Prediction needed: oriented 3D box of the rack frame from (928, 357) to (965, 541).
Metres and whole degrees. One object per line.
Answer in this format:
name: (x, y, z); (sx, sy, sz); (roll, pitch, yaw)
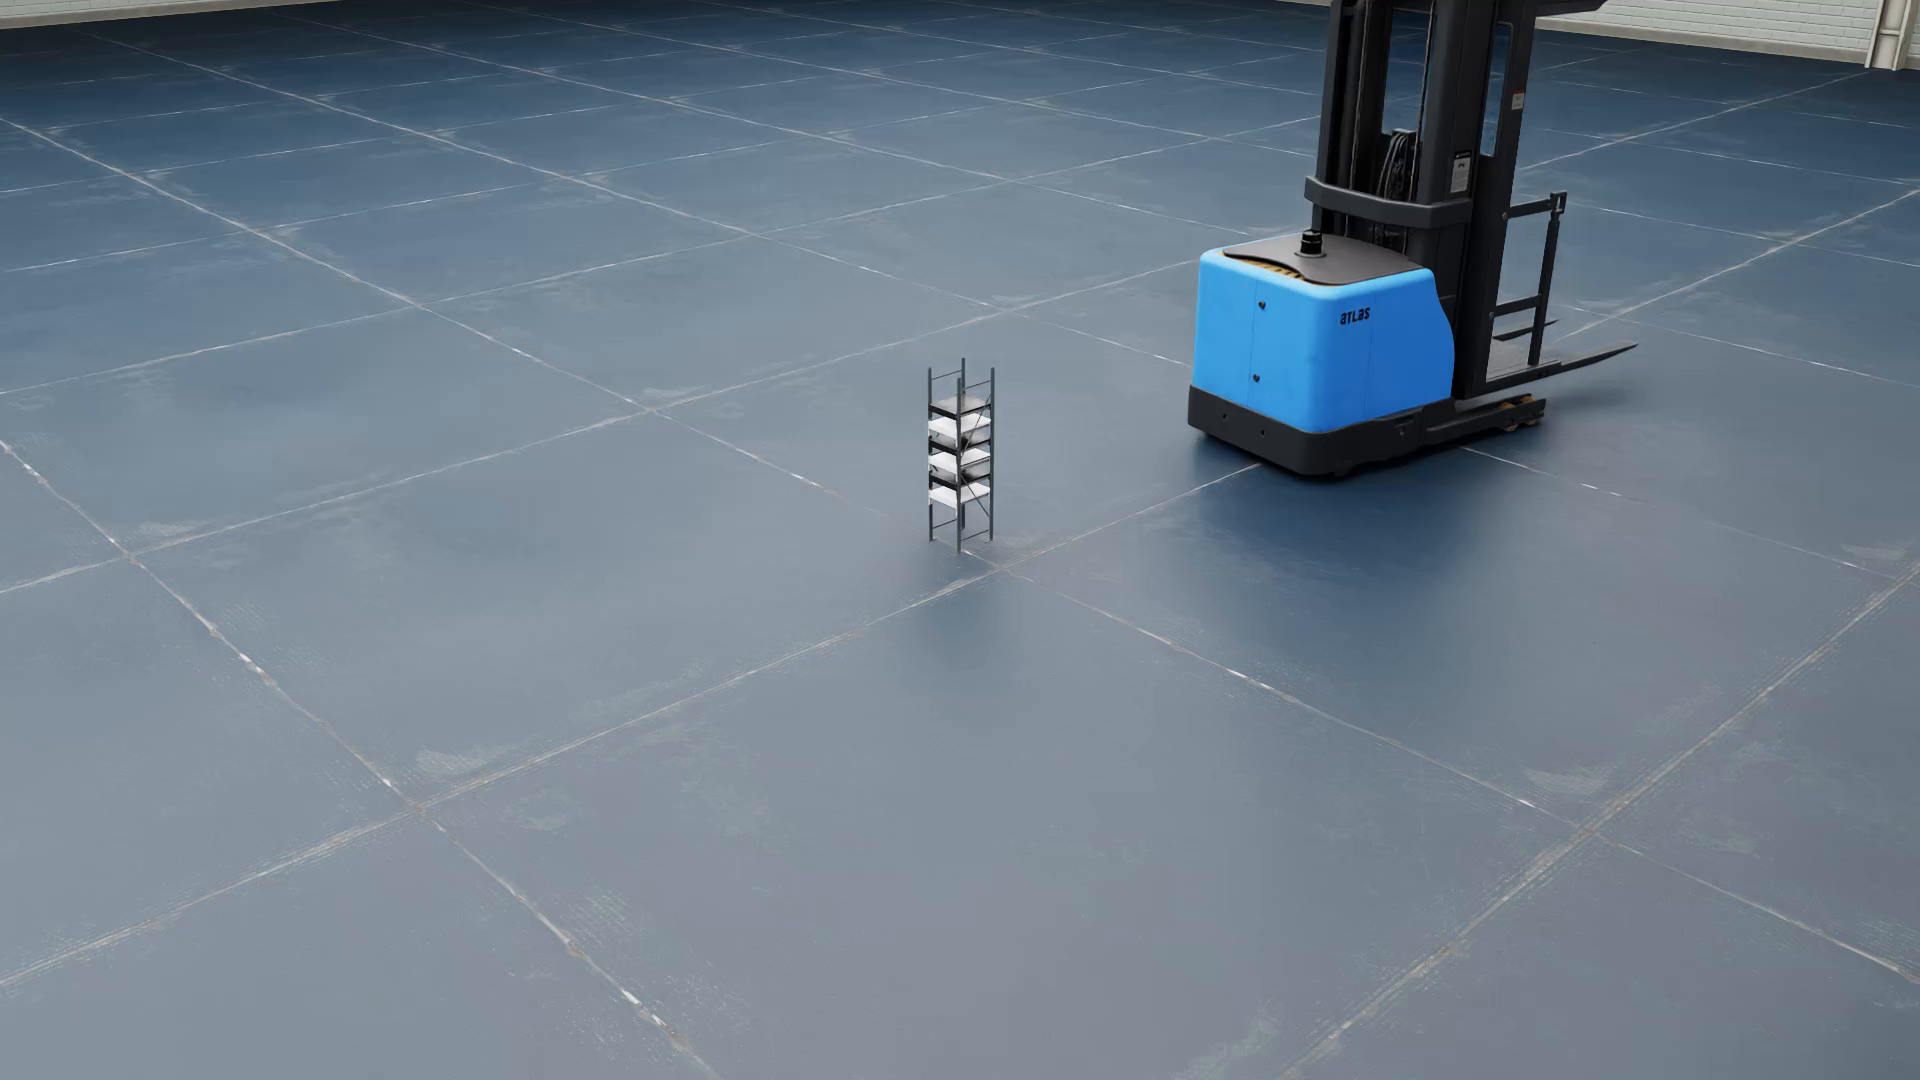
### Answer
rack frame: (-0.064, -0.438, 8.125); (0.240, 0.900, 0.006); (-21, 32, -38)

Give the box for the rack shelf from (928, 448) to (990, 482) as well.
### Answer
rack shelf: (0.006, -0.377, 8.072); (0.258, 0.077, 0.200); (-21, 32, -38)

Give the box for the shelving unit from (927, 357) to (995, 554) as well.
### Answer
shelving unit: (0.006, -0.407, 8.058); (0.258, 0.900, 0.210); (-21, 32, -38)

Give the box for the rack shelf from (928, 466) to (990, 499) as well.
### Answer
rack shelf: (0.006, -0.295, 8.109); (0.258, 0.077, 0.200); (-21, 32, -38)

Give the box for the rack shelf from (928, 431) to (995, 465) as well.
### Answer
rack shelf: (0.006, -0.459, 8.034); (0.258, 0.077, 0.200); (-21, 32, -38)

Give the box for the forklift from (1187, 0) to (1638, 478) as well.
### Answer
forklift: (2.812, -2.125, 9.376); (3.031, 2.935, 1.130); (-16, 29, -31)

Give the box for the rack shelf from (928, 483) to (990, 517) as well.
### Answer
rack shelf: (0.006, -0.213, 8.146); (0.258, 0.077, 0.200); (-21, 32, -38)

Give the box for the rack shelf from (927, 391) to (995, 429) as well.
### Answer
rack shelf: (0.006, -0.622, 7.960); (0.258, 0.077, 0.200); (-21, 32, -38)

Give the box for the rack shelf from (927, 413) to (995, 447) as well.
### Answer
rack shelf: (0.006, -0.540, 7.997); (0.258, 0.077, 0.200); (-21, 32, -38)

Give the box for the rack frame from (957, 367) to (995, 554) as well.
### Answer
rack frame: (0.075, -0.376, 7.990); (0.240, 0.900, 0.006); (-21, 32, -38)

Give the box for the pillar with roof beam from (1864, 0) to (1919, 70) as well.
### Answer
pillar with roof beam: (9.019, -9.088, 17.329); (9.100, 9.000, 0.400); (-21, 32, -38)
